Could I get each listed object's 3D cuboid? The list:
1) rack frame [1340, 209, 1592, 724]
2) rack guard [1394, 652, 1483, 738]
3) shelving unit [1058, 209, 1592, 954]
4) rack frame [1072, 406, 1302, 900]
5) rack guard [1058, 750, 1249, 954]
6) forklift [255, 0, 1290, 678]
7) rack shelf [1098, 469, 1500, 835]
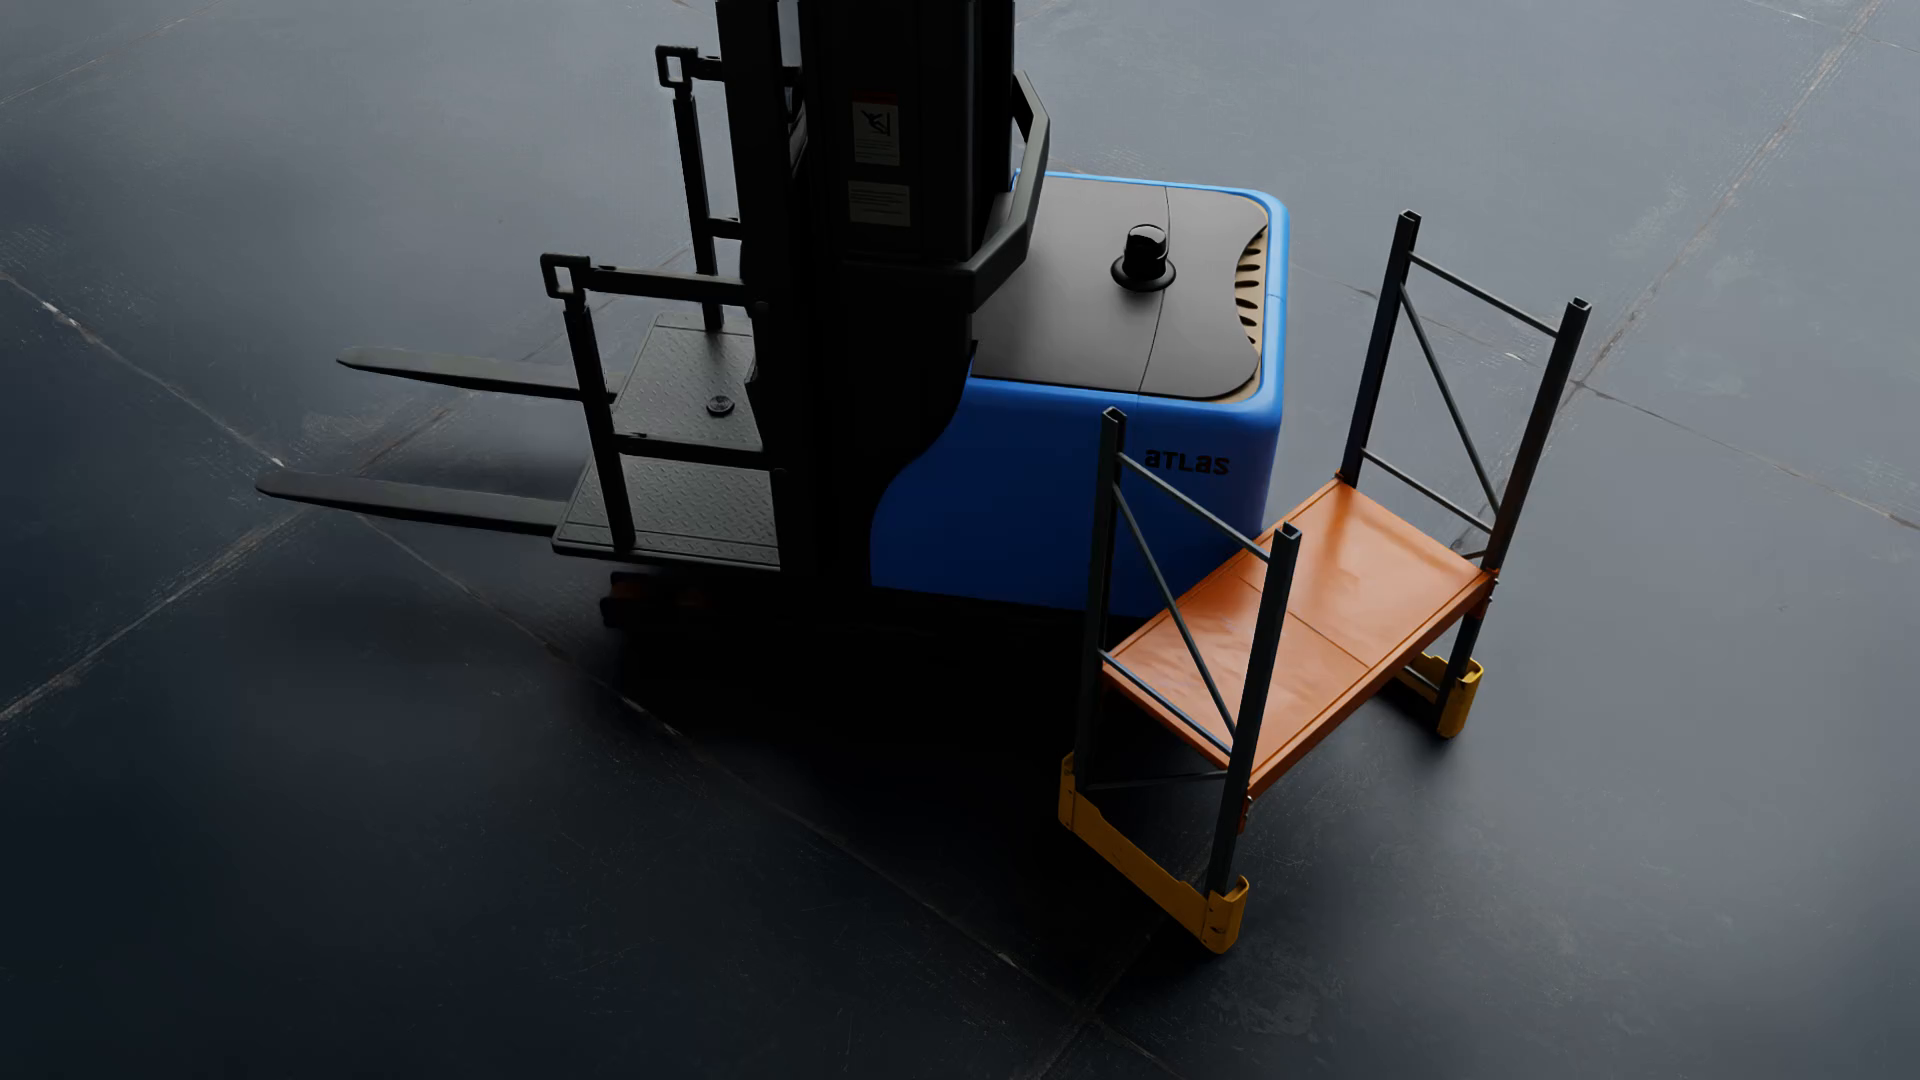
[{"bbox_3d":[1.215,-0.125,4.332,0.032,1.500,0.500,-34,55,-28],"label":"rack frame"},{"bbox_3d":[1.214,0.307,4.784,0.087,0.250,0.587,-34,55,-28],"label":"rack guard"},{"bbox_3d":[0.851,0.123,4.096,1.083,1.500,0.587,-34,55,-28],"label":"shelving unit"},{"bbox_3d":[0.475,0.379,3.850,0.032,1.500,0.500,-34,55,-28],"label":"rack frame"},{"bbox_3d":[0.489,0.801,4.312,0.087,0.250,0.587,-34,55,-28],"label":"rack guard"},{"bbox_3d":[-0.617,-1.084,4.259,3.031,2.935,1.130,7,47,6],"label":"forklift"},{"bbox_3d":[0.845,0.251,4.221,1.000,0.185,0.538,-34,55,-28],"label":"rack shelf"}]
